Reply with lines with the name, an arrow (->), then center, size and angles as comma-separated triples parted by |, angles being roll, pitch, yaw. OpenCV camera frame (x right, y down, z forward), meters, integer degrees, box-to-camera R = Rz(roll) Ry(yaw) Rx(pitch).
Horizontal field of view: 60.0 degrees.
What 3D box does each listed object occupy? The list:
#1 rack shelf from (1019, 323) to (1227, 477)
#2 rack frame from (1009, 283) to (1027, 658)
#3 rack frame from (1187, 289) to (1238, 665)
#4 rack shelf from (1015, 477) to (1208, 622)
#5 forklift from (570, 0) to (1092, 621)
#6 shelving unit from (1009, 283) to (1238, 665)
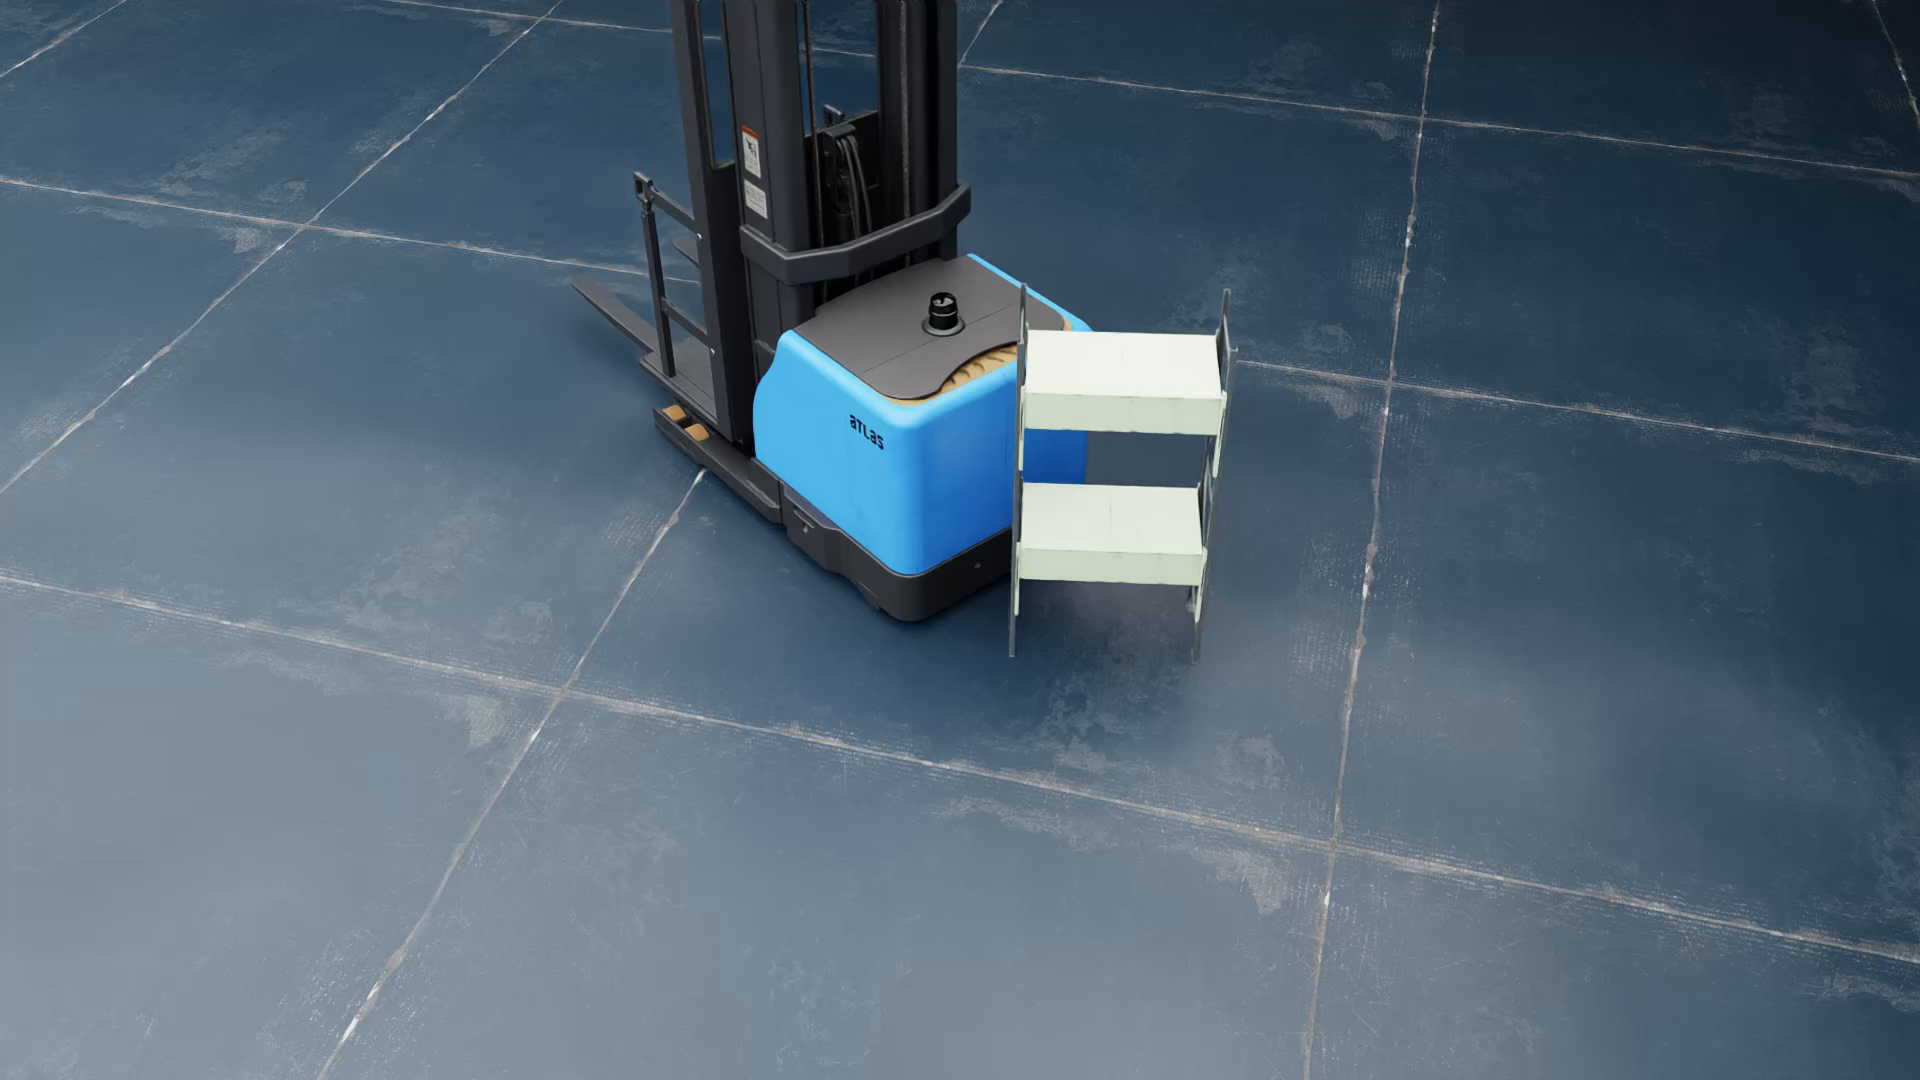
rack shelf -> 0.585, -0.514, 6.089 | 0.720, 0.370, 0.431 | 2, 40, 2
rack frame -> 0.219, -0.228, 6.356 | 0.023, 1.500, 0.400 | 2, 40, 2
rack frame -> 0.950, -0.202, 6.324 | 0.023, 1.500, 0.400 | 2, 40, 2
rack shelf -> 0.585, 0.035, 6.550 | 0.720, 0.370, 0.431 | 2, 40, 2
forklift -> -0.775, -1.674, 6.964 | 1.130, 2.935, 3.031 | -28, 47, -29
shelving unit -> 0.585, -0.215, 6.340 | 0.755, 1.500, 0.431 | 2, 40, 2
